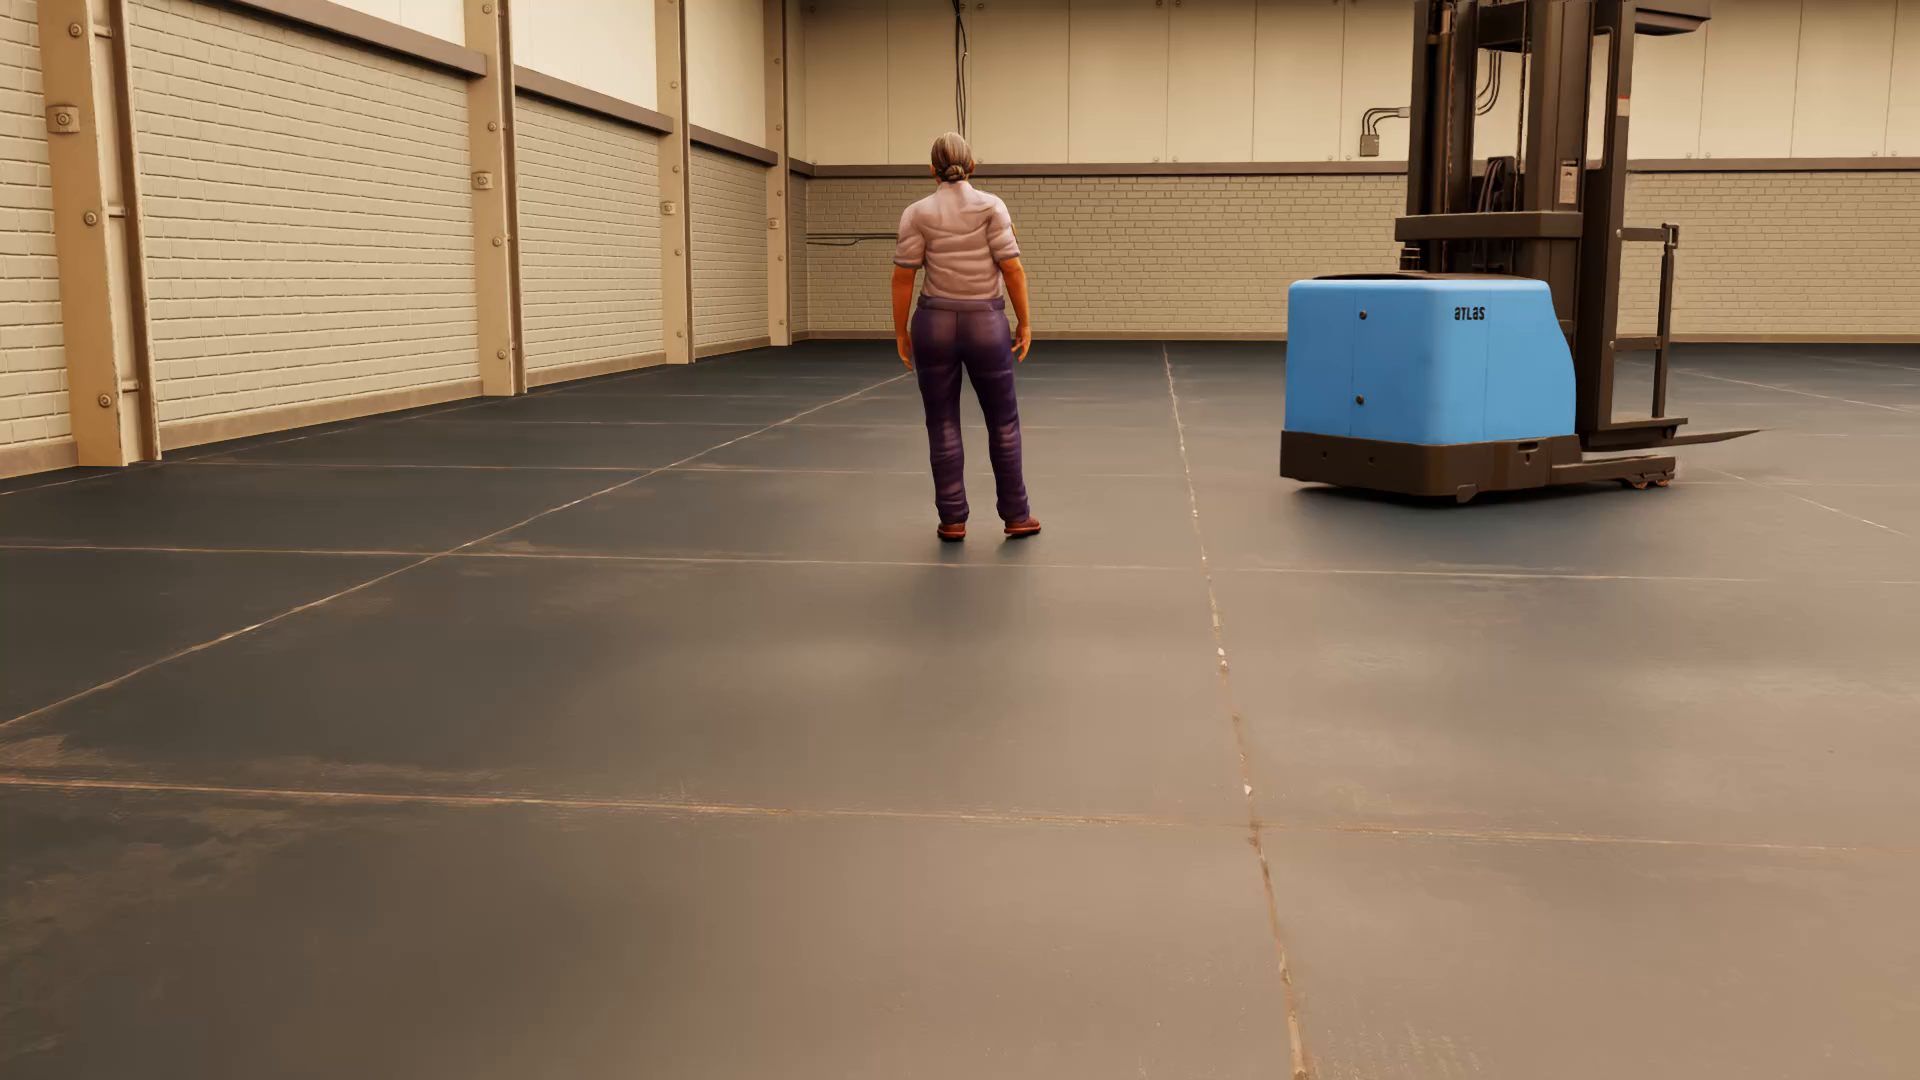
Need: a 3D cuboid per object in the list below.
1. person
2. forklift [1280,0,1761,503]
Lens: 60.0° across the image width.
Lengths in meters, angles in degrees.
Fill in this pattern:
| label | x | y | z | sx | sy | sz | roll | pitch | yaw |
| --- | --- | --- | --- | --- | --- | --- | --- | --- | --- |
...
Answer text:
| label | x | y | z | sx | sy | sz | roll | pitch | yaw |
| --- | --- | --- | --- | --- | --- | --- | --- | --- | --- |
| person | 0.032 | -0.835 | 6.910 | 0.599 | 1.650 | 0.503 | 1 | 9 | 6 |
| forklift | 3.161 | -1.773 | 8.799 | 3.031 | 2.935 | 1.130 | -6 | 11 | -33 |
